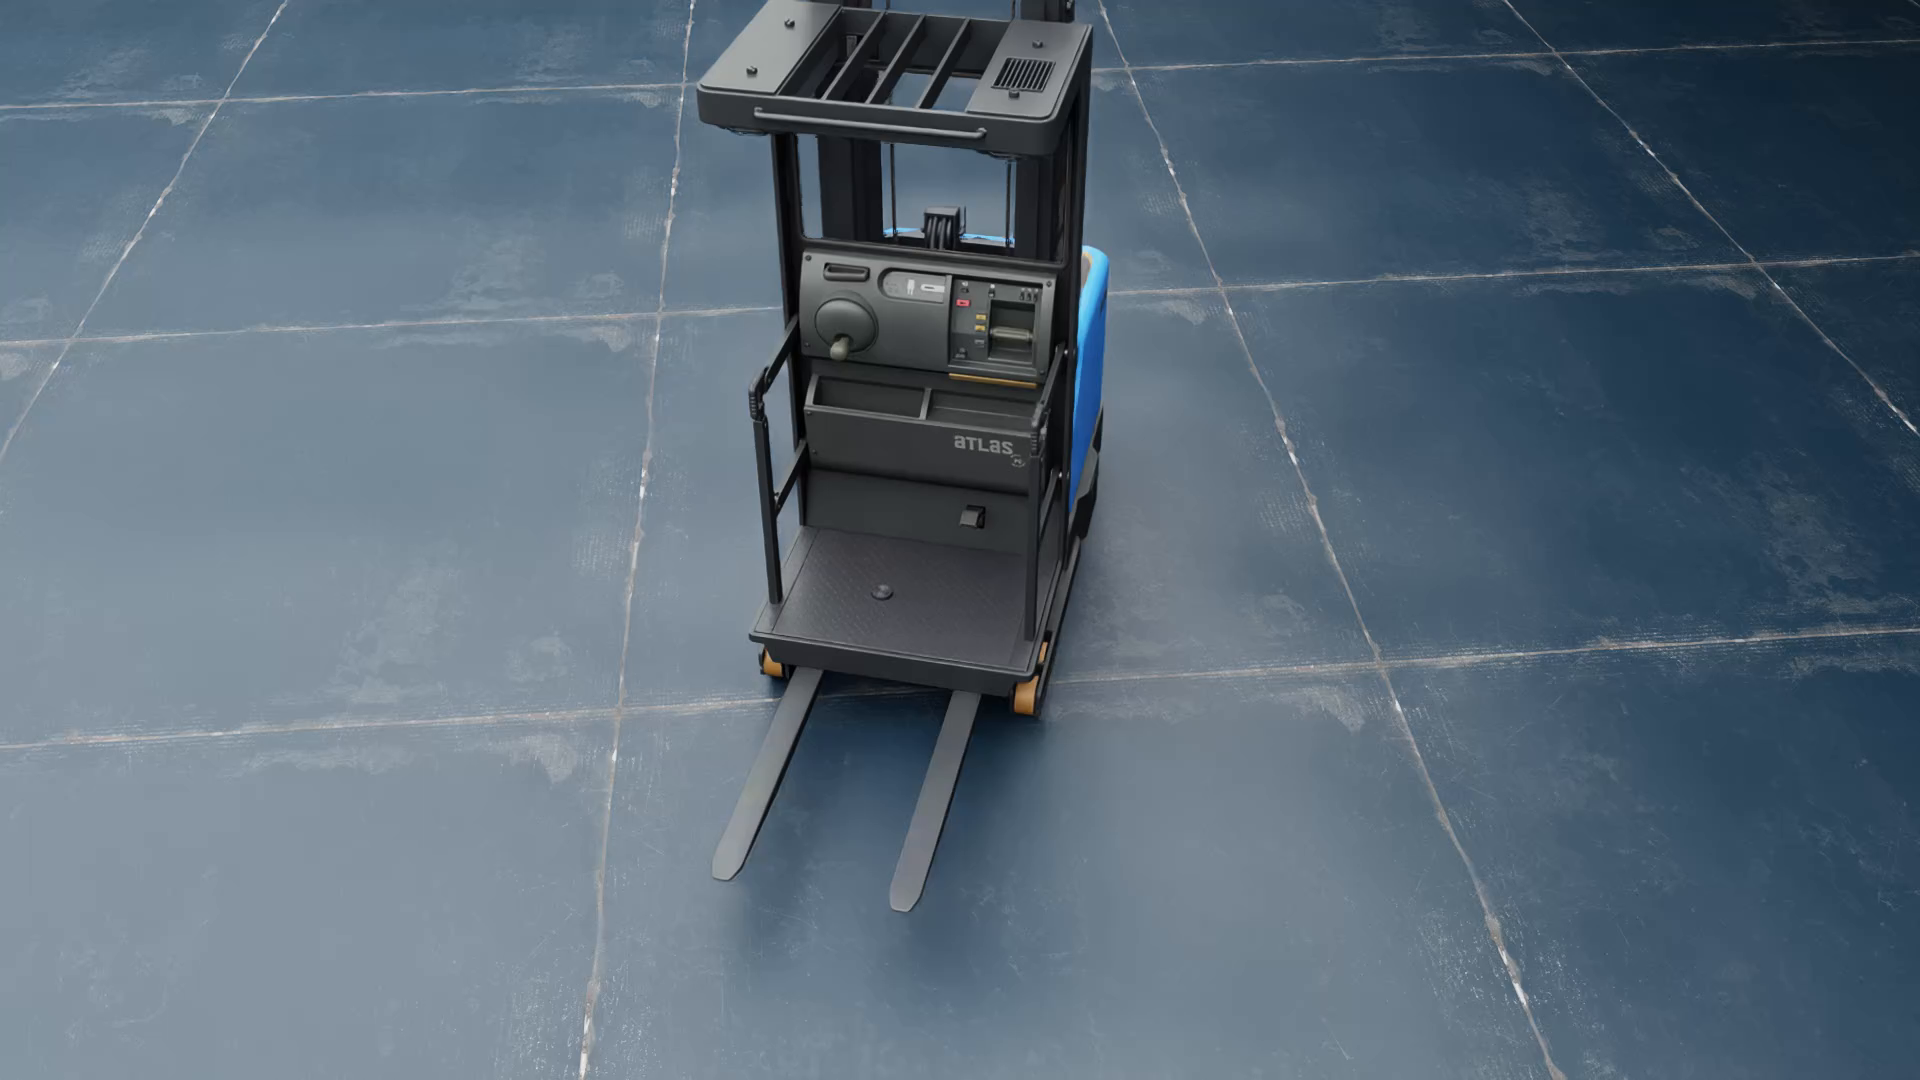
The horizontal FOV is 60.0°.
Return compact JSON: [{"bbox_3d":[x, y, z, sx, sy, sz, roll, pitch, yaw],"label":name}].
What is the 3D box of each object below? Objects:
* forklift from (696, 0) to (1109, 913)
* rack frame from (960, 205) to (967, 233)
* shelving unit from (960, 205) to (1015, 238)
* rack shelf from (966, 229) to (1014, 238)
[{"bbox_3d":[-0.166,-0.734,5.814,1.130,2.935,3.031,8,39,10],"label":"forklift"},{"bbox_3d":[0.009,-1.023,7.692,0.008,1.050,0.200,5,36,6],"label":"rack frame"},{"bbox_3d":[0.130,-1.012,7.678,0.252,1.050,0.215,5,36,6],"label":"shelving unit"},{"bbox_3d":[0.131,-1.233,7.517,0.240,0.259,0.215,5,36,6],"label":"rack shelf"}]
